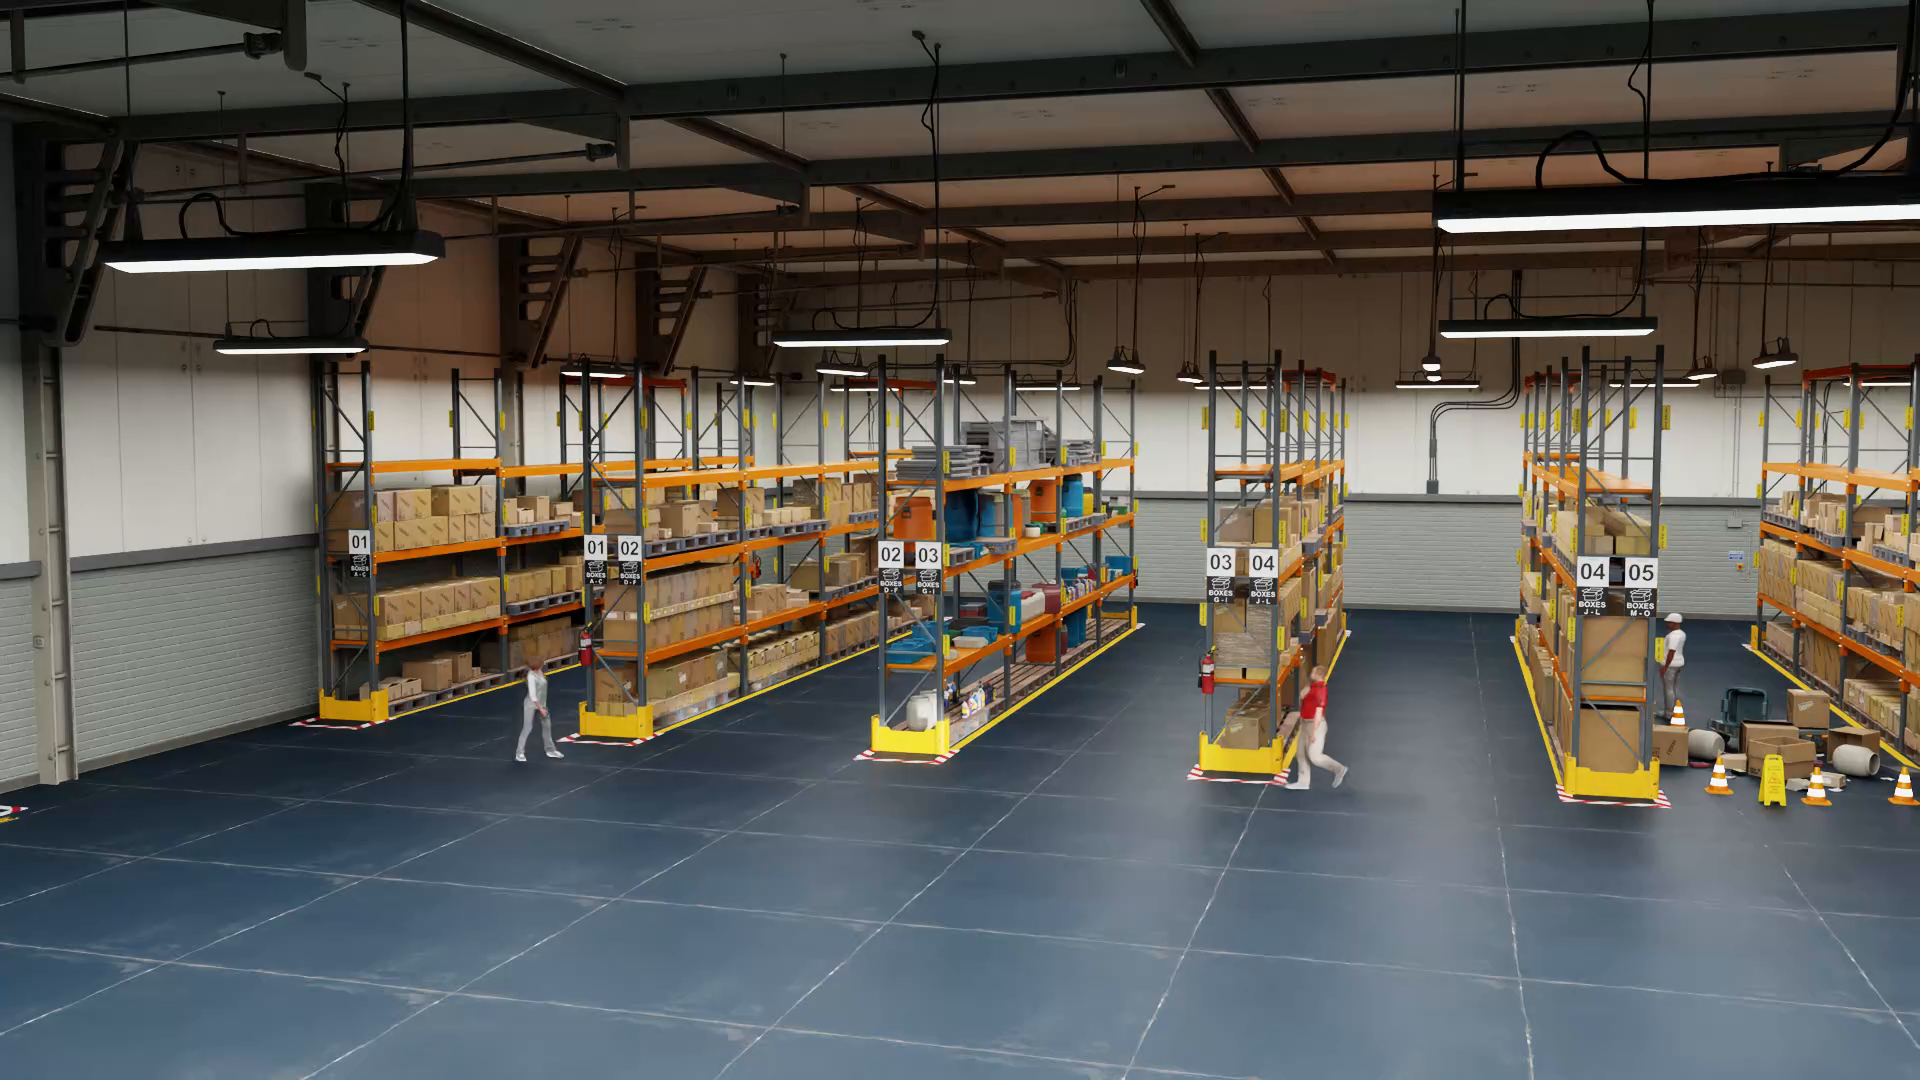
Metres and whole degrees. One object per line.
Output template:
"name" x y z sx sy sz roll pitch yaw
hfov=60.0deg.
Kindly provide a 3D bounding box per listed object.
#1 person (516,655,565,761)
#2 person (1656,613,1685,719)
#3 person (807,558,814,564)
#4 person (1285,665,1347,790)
"person" -6.248 2.477 24.571 0.588 1.598 0.582 1 4 16
"person" 12.011 2.092 28.040 0.615 1.713 0.387 -4 5 -41
"person" -3.523 1.296 39.881 0.507 1.743 0.560 2 5 30
"person" 4.823 2.539 22.442 0.758 1.702 0.513 -1 4 -13
